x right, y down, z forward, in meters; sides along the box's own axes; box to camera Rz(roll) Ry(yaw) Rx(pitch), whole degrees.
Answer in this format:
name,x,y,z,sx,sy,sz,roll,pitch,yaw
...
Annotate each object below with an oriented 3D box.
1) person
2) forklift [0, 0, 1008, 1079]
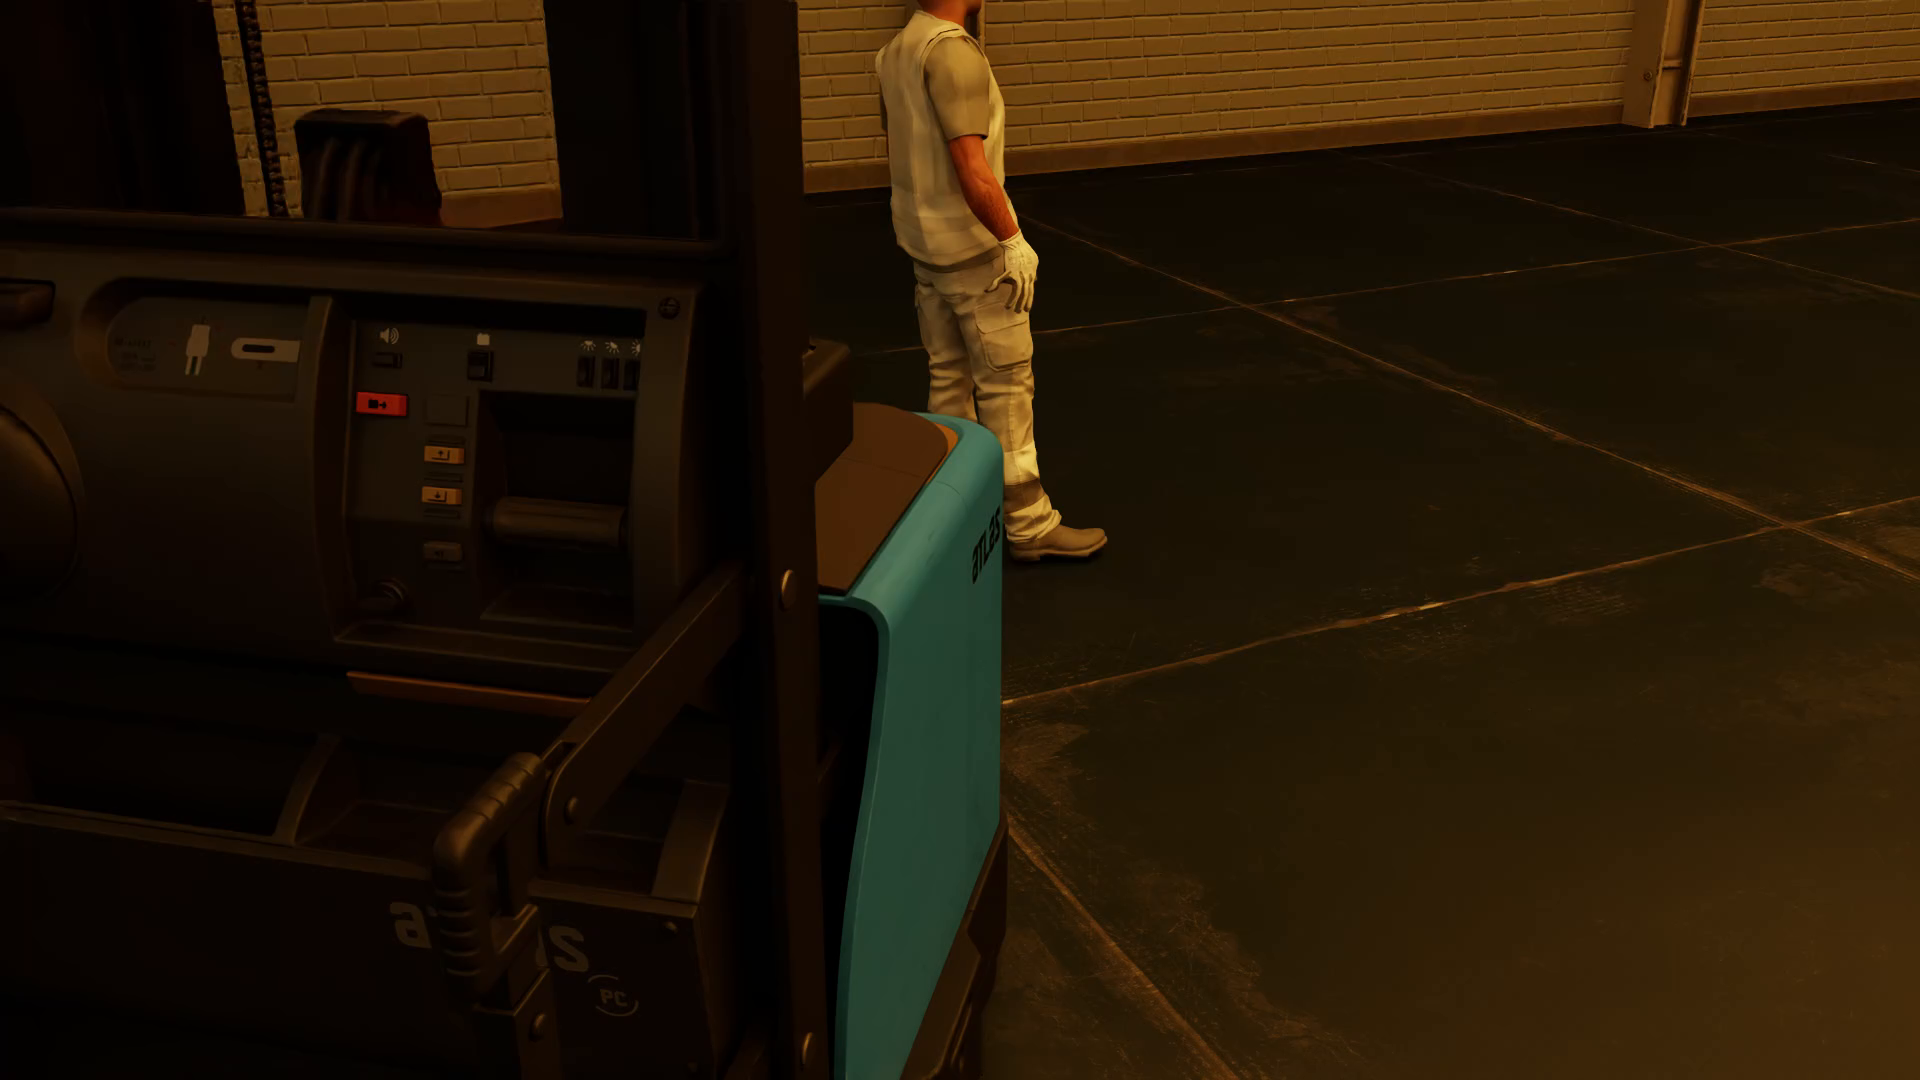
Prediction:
name,x,y,z,sx,sy,sz,roll,pitch,yaw
person,0.077,-0.842,4.782,0.564,1.787,0.638,-10,25,-23
forklift,-0.746,-0.064,1.439,1.130,2.935,3.031,5,23,12
